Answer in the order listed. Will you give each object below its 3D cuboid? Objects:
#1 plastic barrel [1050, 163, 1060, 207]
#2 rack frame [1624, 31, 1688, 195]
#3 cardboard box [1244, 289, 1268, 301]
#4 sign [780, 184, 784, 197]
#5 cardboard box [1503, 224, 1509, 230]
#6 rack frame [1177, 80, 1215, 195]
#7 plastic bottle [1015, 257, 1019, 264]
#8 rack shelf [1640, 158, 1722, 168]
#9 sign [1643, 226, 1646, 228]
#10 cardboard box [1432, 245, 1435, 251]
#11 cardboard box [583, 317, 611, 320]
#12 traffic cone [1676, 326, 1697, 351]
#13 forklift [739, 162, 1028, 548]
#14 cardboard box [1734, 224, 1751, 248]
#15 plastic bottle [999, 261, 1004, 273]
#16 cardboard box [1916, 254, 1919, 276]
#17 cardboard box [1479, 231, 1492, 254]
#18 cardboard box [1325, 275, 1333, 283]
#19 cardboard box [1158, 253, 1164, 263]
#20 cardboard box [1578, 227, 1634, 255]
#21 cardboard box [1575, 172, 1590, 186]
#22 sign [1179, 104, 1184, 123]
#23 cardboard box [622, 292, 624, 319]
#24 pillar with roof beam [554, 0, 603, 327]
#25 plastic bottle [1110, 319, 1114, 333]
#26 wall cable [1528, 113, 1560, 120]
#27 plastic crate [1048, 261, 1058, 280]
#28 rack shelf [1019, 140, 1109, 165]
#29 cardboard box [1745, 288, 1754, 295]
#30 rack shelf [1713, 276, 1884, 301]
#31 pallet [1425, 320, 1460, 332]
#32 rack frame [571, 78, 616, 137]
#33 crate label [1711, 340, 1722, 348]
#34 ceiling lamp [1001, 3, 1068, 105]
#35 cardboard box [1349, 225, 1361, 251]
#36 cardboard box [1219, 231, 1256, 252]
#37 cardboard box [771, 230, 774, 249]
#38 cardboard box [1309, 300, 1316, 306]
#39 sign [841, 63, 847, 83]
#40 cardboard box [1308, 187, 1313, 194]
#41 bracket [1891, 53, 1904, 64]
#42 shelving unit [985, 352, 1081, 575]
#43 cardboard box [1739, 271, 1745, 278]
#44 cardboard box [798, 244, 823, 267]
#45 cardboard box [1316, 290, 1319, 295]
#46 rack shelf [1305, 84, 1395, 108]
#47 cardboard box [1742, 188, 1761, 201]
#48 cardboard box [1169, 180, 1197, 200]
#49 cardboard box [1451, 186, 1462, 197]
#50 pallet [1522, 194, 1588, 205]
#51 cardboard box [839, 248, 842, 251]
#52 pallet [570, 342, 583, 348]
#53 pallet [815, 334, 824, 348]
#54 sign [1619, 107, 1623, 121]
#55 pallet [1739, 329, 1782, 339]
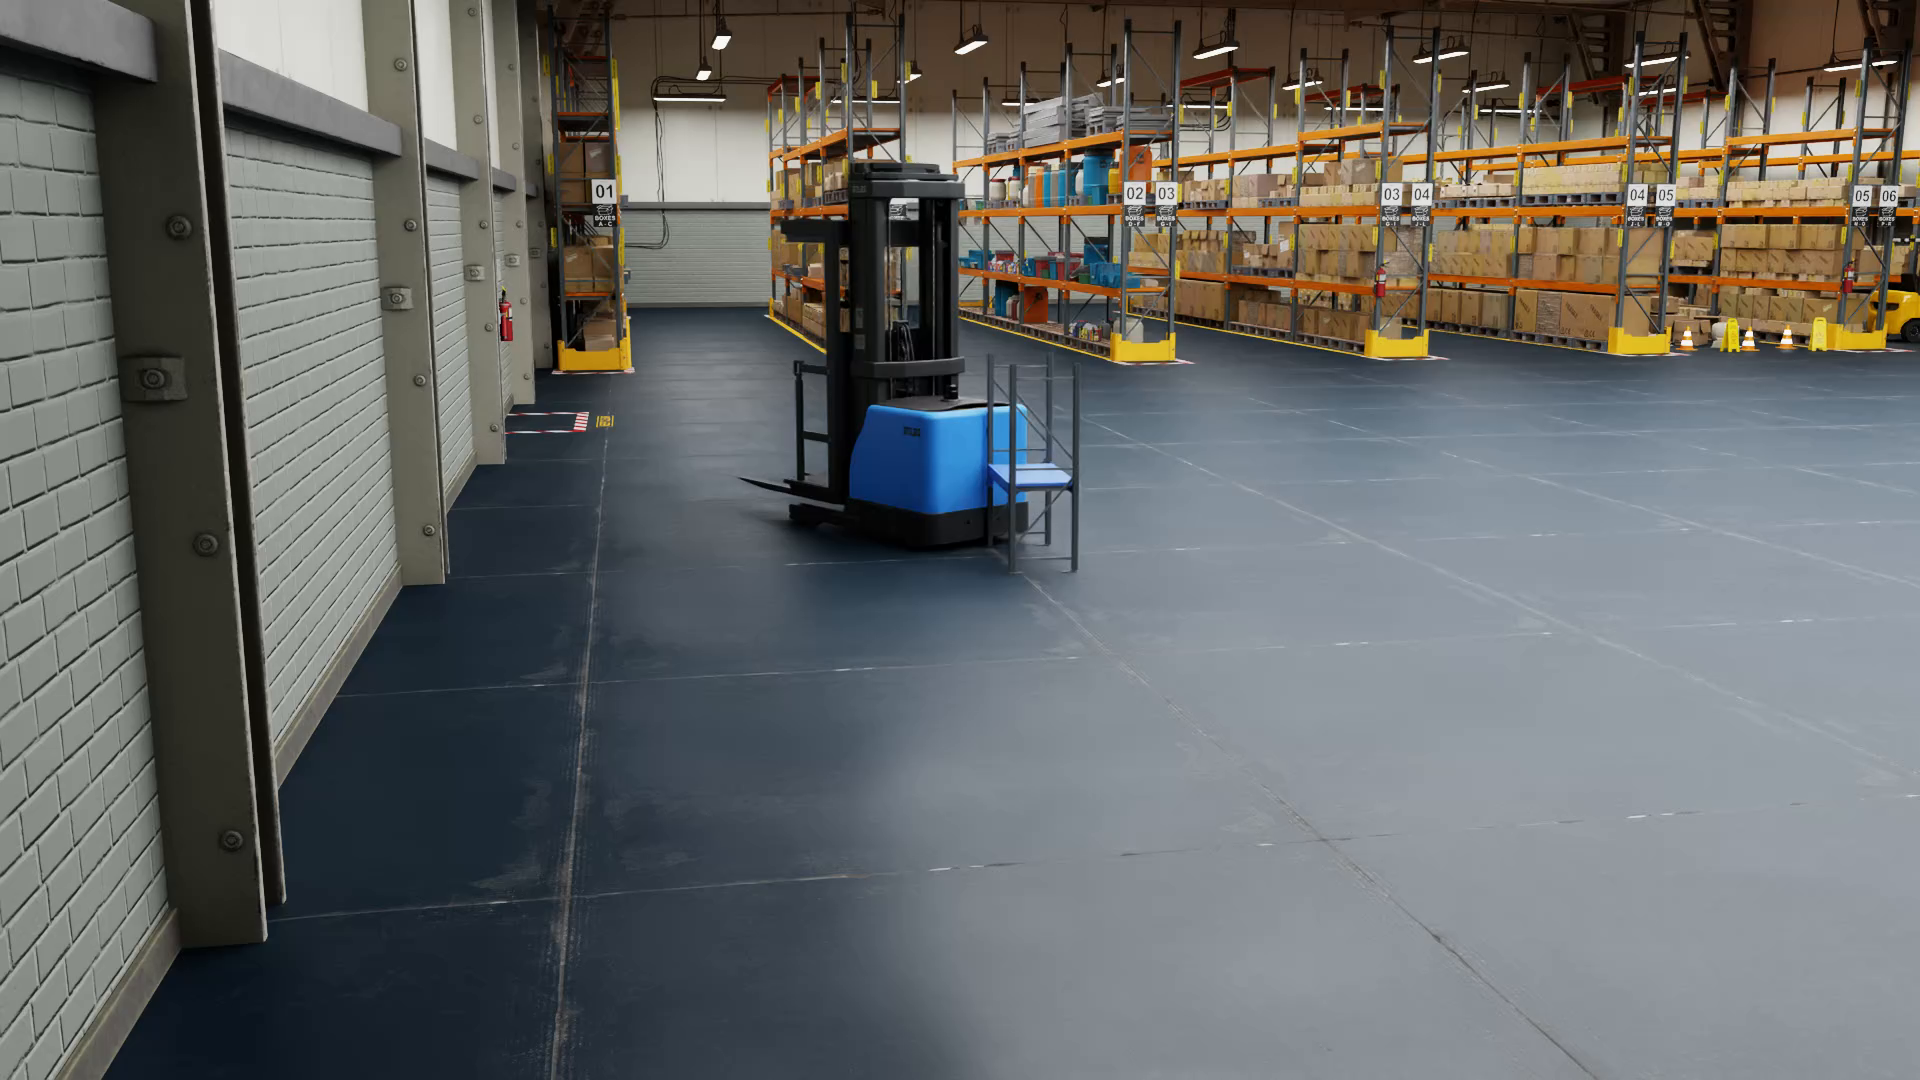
[{"bbox_3d":[2.196,-7.423,34.810,0.600,0.901,0.600,0,11,0],"label":"plastic barrel"},{"bbox_3d":[13.156,-8.053,31.440,1.000,3.000,0.127,-2,11,-11],"label":"rack frame"},{"bbox_3d":[6.875,-5.646,38.342,0.500,0.250,0.500,-2,11,-9],"label":"cardboard box"},{"bbox_3d":[-4.311,-8.492,40.384,0.100,0.325,0.005,-2,11,-11],"label":"sign"},{"bbox_3d":[15.152,-8.598,45.671,0.380,0.149,0.250,-2,11,-11],"label":"cardboard box"},{"bbox_3d":[5.937,-10.092,42.153,1.000,3.000,0.127,-2,11,-11],"label":"rack frame"},{"bbox_3d":[1.437,-6.779,40.921,0.144,0.351,0.185,-2,11,-11],"label":"plastic bottle"},{"bbox_3d":[20.137,-10.645,46.993,1.077,0.370,4.000,-2,11,-11],"label":"rack shelf"},{"bbox_3d":[20.297,-9.161,49.362,0.100,0.325,0.005,-2,11,-11],"label":"sign"},{"bbox_3d":[11.646,-7.089,40.379,0.380,0.149,0.250,-2,11,-13],"label":"cardboard box"},{"bbox_3d":[-6.842,-3.937,31.366,0.500,0.500,0.500,-3,11,-15],"label":"cardboard box"},{"bbox_3d":[14.446,-4.009,33.021,0.336,0.463,0.334,-2,11,-11],"label":"traffic cone"},{"bbox_3d":[-0.776,-1.602,13.776,1.130,2.935,3.031,-9,14,-38],"label":"forklift"},{"bbox_3d":[17.165,-6.542,35.806,0.700,0.500,0.500,-2,11,-11],"label":"cardboard box"},{"bbox_3d":[1.021,-6.593,40.144,0.152,0.276,0.135,-2,11,-11],"label":"plastic bottle"},{"bbox_3d":[21.913,-6.178,37.363,0.500,0.500,0.500,-2,11,-13],"label":"cardboard box"},{"bbox_3d":[12.076,-6.658,37.212,0.700,0.500,0.500,-2,11,-11],"label":"cardboard box"},{"bbox_3d":[7.545,-5.229,33.321,0.380,0.149,0.250,-2,11,-11],"label":"cardboard box"},{"bbox_3d":[5.491,-7.384,43.573,0.500,0.250,0.500,-2,11,-9],"label":"cardboard box"},{"bbox_3d":[12.949,-5.985,33.328,0.875,0.550,0.550,-2,11,-11],"label":"cardboard box"},{"bbox_3d":[12.594,-7.171,33.042,0.500,0.250,0.500,-2,11,-11],"label":"cardboard box"},{"bbox_3d":[3.953,-7.628,29.763,0.100,0.325,0.005,-2,11,-11],"label":"sign"},{"bbox_3d":[-8.209,-5.477,38.579,0.750,0.750,0.750,-2,11,-9],"label":"cardboard box"},{"bbox_3d":[-5.401,-9.805,40.645,9.100,9.000,0.548,-2,11,-11],"label":"pillar with roof beam"},{"bbox_3d":[3.080,-4.270,33.514,0.144,0.351,0.185,-3,11,-14],"label":"plastic bottle"},{"bbox_3d":[19.906,-15.181,54.016,2.988,3.039,0.133,-2,11,-11],"label":"wall cable"},{"bbox_3d":[2.115,-5.681,35.063,0.392,0.384,0.575,-2,11,-11],"label":"plastic crate"},{"bbox_3d":[2.246,-8.262,35.529,1.077,0.370,4.000,-2,11,-11],"label":"rack shelf"},{"bbox_3d":[17.131,-5.343,35.738,0.380,0.149,0.250,-2,11,-9],"label":"cardboard box"},{"bbox_3d":[17.603,-5.318,35.038,1.077,0.370,4.000,-2,11,-11],"label":"rack shelf"},{"bbox_3d":[11.680,-5.056,39.196,1.003,0.211,1.213,-2,11,-11],"label":"pallet"},{"bbox_3d":[-8.639,-9.552,39.313,1.000,3.000,0.127,-2,11,-11],"label":"rack frame"},{"bbox_3d":[15.407,-3.969,33.685,0.250,0.136,0.298,-9,14,-40],"label":"crate label"},{"bbox_3d":[2.249,-14.097,47.582,2.000,3.185,0.800,-2,11,-11],"label":"ceiling lamp"},{"bbox_3d":[7.819,-5.814,31.983,0.500,0.500,0.500,-2,11,-11],"label":"cardboard box"},{"bbox_3d":[6.589,-7.088,39.464,0.797,0.503,0.637,-2,11,-9],"label":"cardboard box"},{"bbox_3d":[-4.731,-7.968,44.098,0.500,0.500,0.500,-2,11,-9],"label":"cardboard box"},{"bbox_3d":[9.961,-6.597,46.338,0.380,0.149,0.250,-2,11,-10],"label":"cardboard box"},{"bbox_3d":[-1.981,-8.012,28.515,0.100,0.325,0.005,-2,11,-11],"label":"sign"},{"bbox_3d":[7.373,-7.156,34.085,0.380,0.149,0.250,-3,11,-14],"label":"cardboard box"},{"bbox_3d":[22.175,-11.373,39.255,0.235,0.232,0.430,-2,11,-11],"label":"bracket"},{"bbox_3d":[0.529,-0.593,12.301,0.538,1.500,1.048,-1,11,-8],"label":"shelving unit"},{"bbox_3d":[17.142,-5.753,36.073,0.380,0.149,0.250,-2,11,-11],"label":"cardboard box"},{"bbox_3d":[-3.235,-6.419,37.507,0.700,0.500,0.500,-6,12,-30],"label":"cardboard box"},{"bbox_3d":[10.082,-6.839,46.018,0.380,0.149,0.250,-2,11,-9],"label":"cardboard box"},{"bbox_3d":[10.433,-11.900,44.687,1.077,0.370,4.000,-2,11,-11],"label":"rack shelf"},{"bbox_3d":[17.141,-7.399,35.632,0.500,0.250,0.500,-2,11,-11],"label":"cardboard box"},{"bbox_3d":[5.726,-9.064,43.118,0.700,0.500,0.500,-3,11,-14],"label":"cardboard box"},{"bbox_3d":[11.623,-7.996,38.172,0.500,0.250,0.500,-2,11,-9],"label":"cardboard box"},{"bbox_3d":[12.527,-7.119,34.792,1.003,0.211,1.213,-2,11,-11],"label":"pallet"},{"bbox_3d":[-1.936,-5.739,31.589,0.700,0.500,0.500,-2,11,-11],"label":"cardboard box"},{"bbox_3d":[-6.918,-3.646,31.786,1.003,0.211,1.213,-2,11,-11],"label":"pallet"},{"bbox_3d":[-2.406,-4.082,34.079,1.003,0.211,1.213,-2,11,-11],"label":"pallet"},{"bbox_3d":[15.893,-10.235,39.980,0.100,0.325,0.005,-2,11,-11],"label":"sign"},{"bbox_3d":[17.379,-4.546,36.518,1.003,0.211,1.213,-2,11,-11],"label":"pallet"}]
